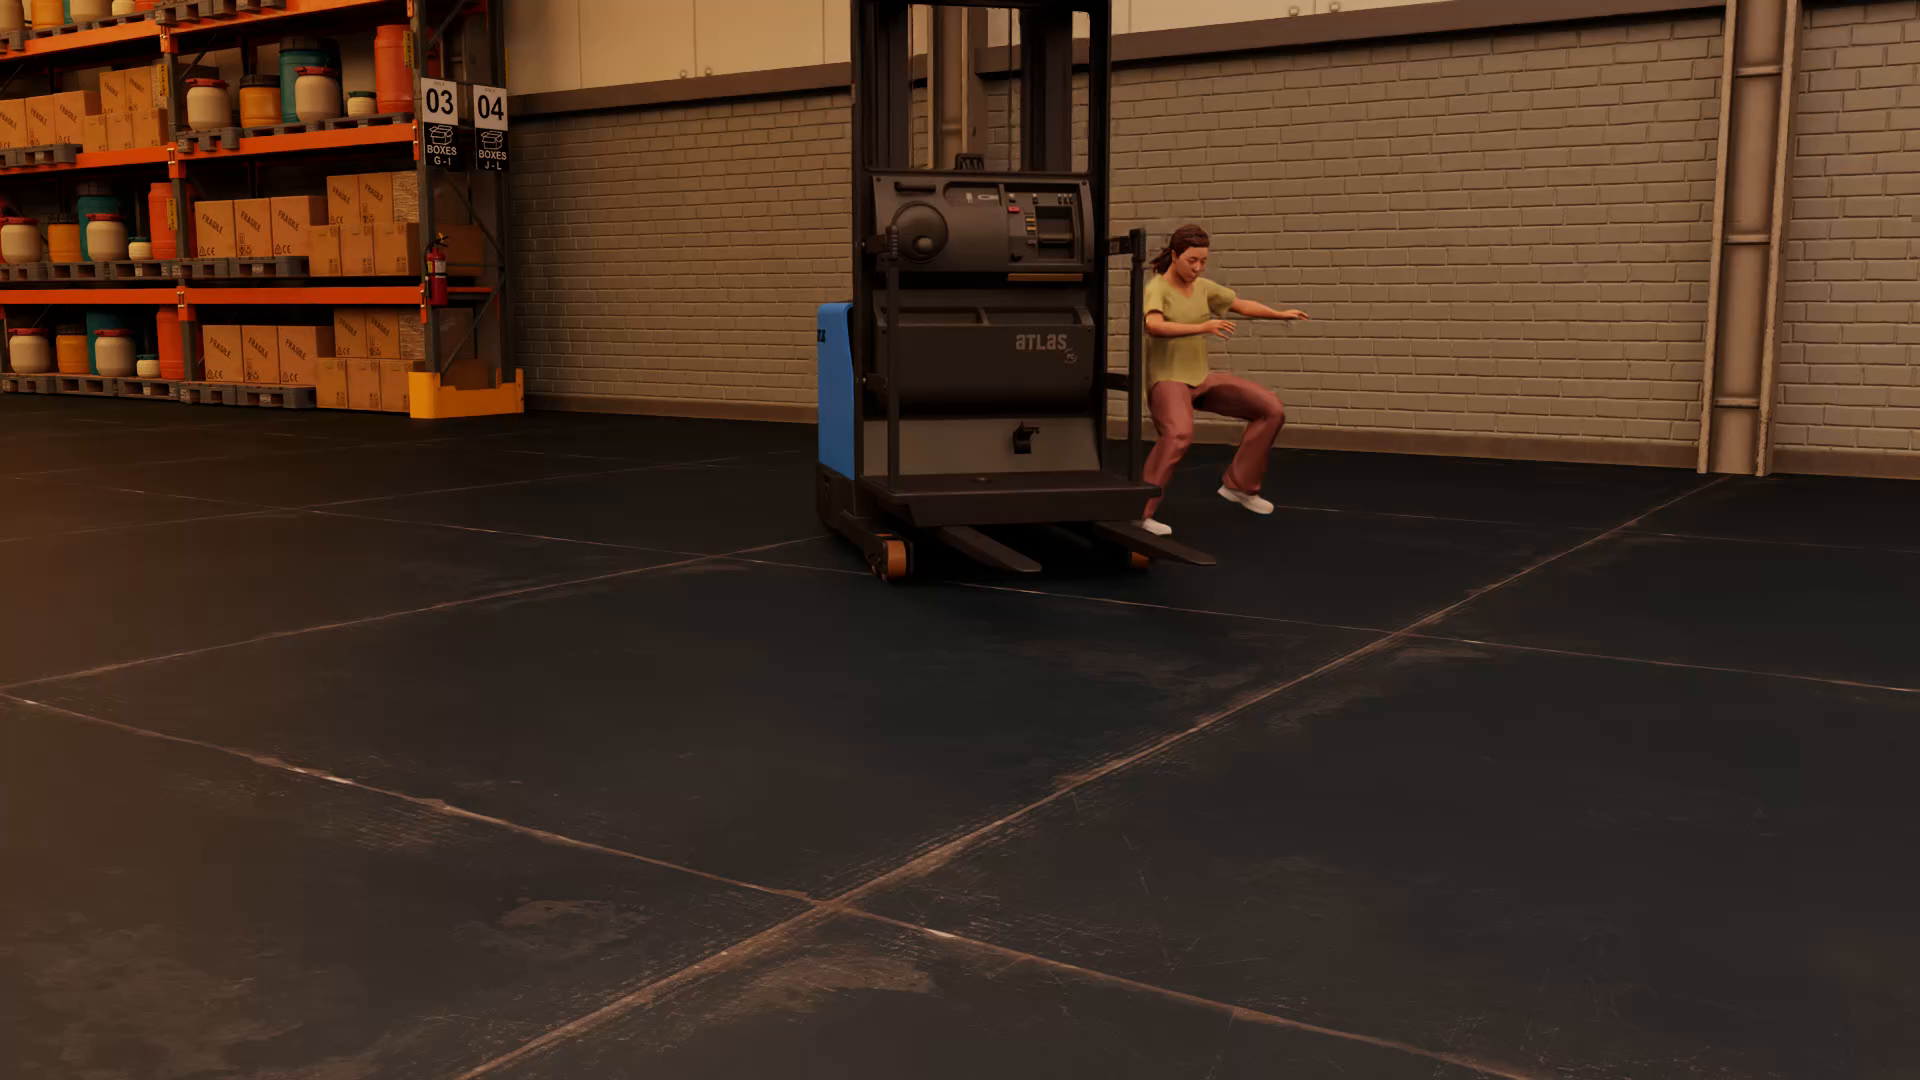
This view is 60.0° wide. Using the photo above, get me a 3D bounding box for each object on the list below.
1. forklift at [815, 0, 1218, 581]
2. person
[{"bbox_3d":[0.155,-1.349,6.679,1.130,2.935,3.031,-2,8,-14],"label":"forklift"},{"bbox_3d":[1.170,-0.780,7.957,0.980,1.447,0.661,-5,10,-33],"label":"person"}]
